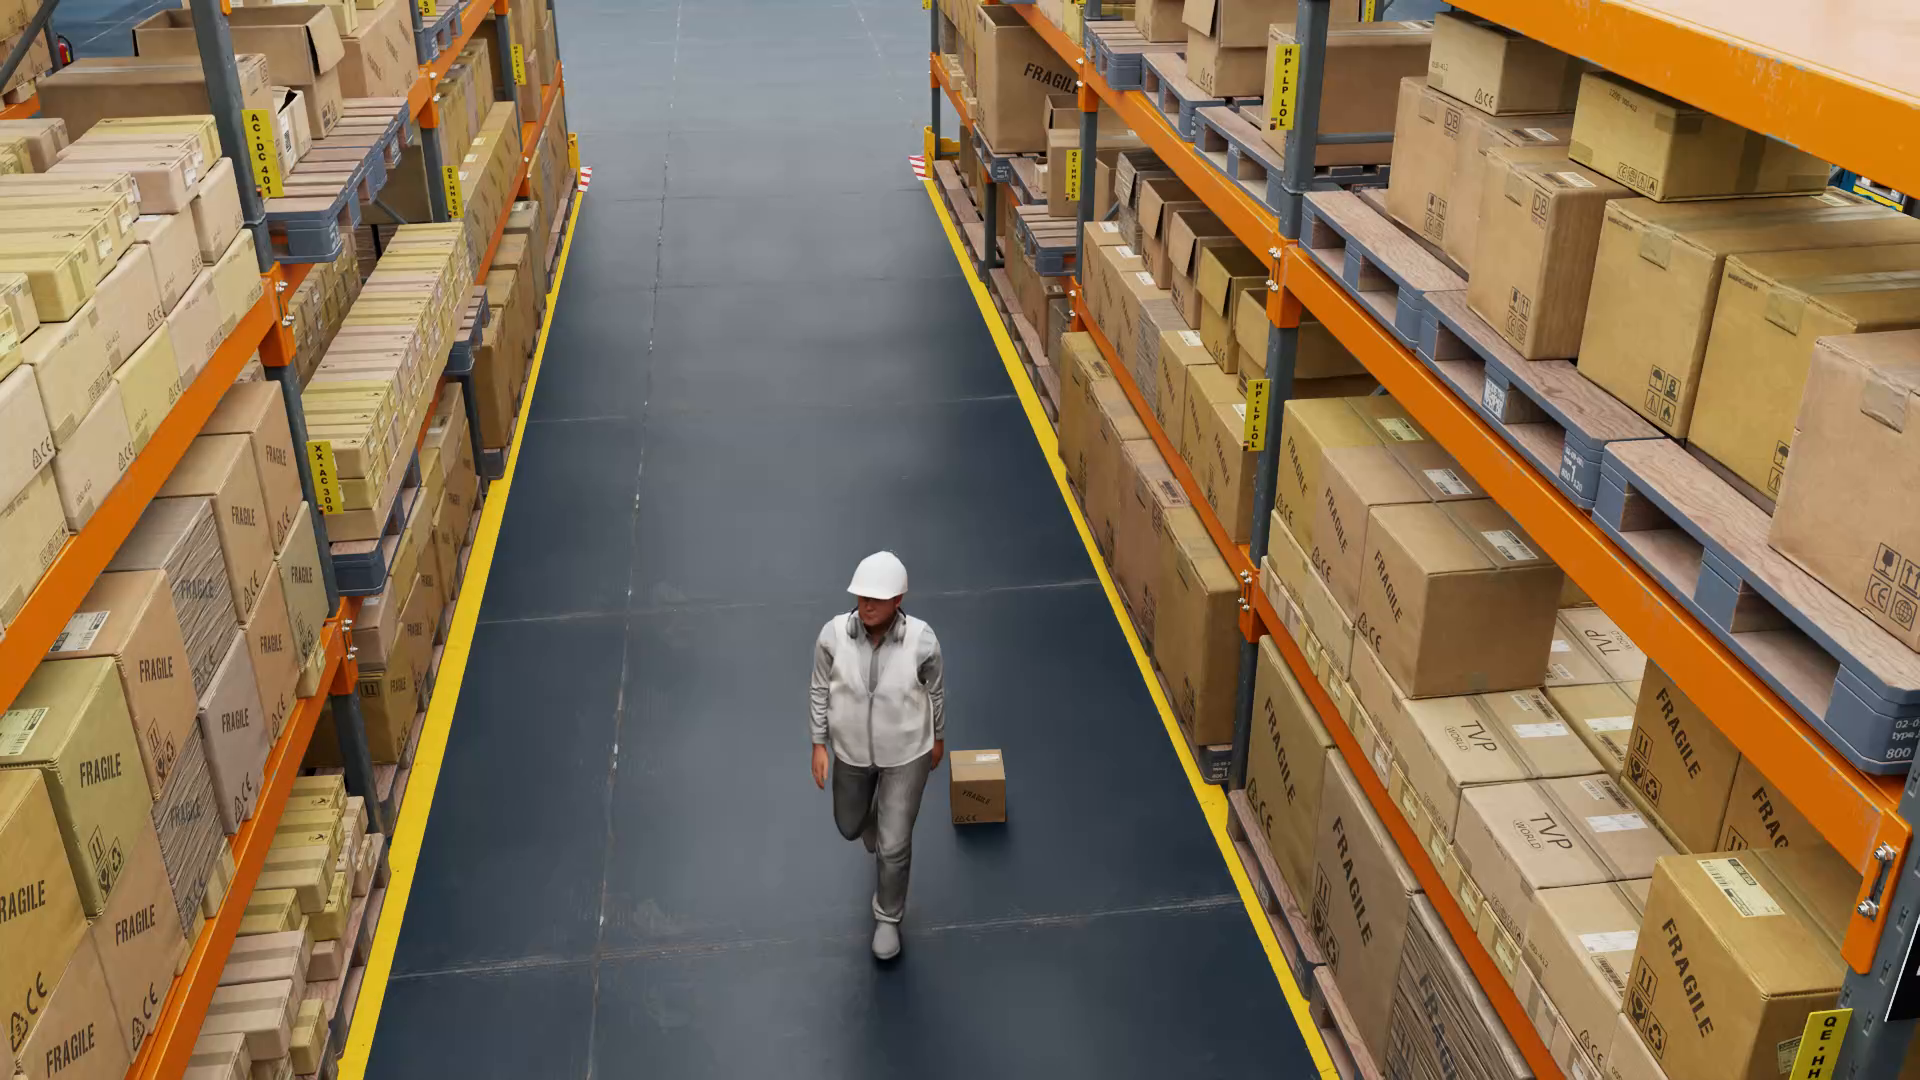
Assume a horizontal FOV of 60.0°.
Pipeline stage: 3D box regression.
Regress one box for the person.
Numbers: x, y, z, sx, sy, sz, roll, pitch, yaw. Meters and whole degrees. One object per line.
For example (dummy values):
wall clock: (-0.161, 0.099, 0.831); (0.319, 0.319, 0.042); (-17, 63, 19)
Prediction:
person: (-0.338, 0.818, 6.971); (0.552, 1.743, 0.866); (4, 27, 9)
